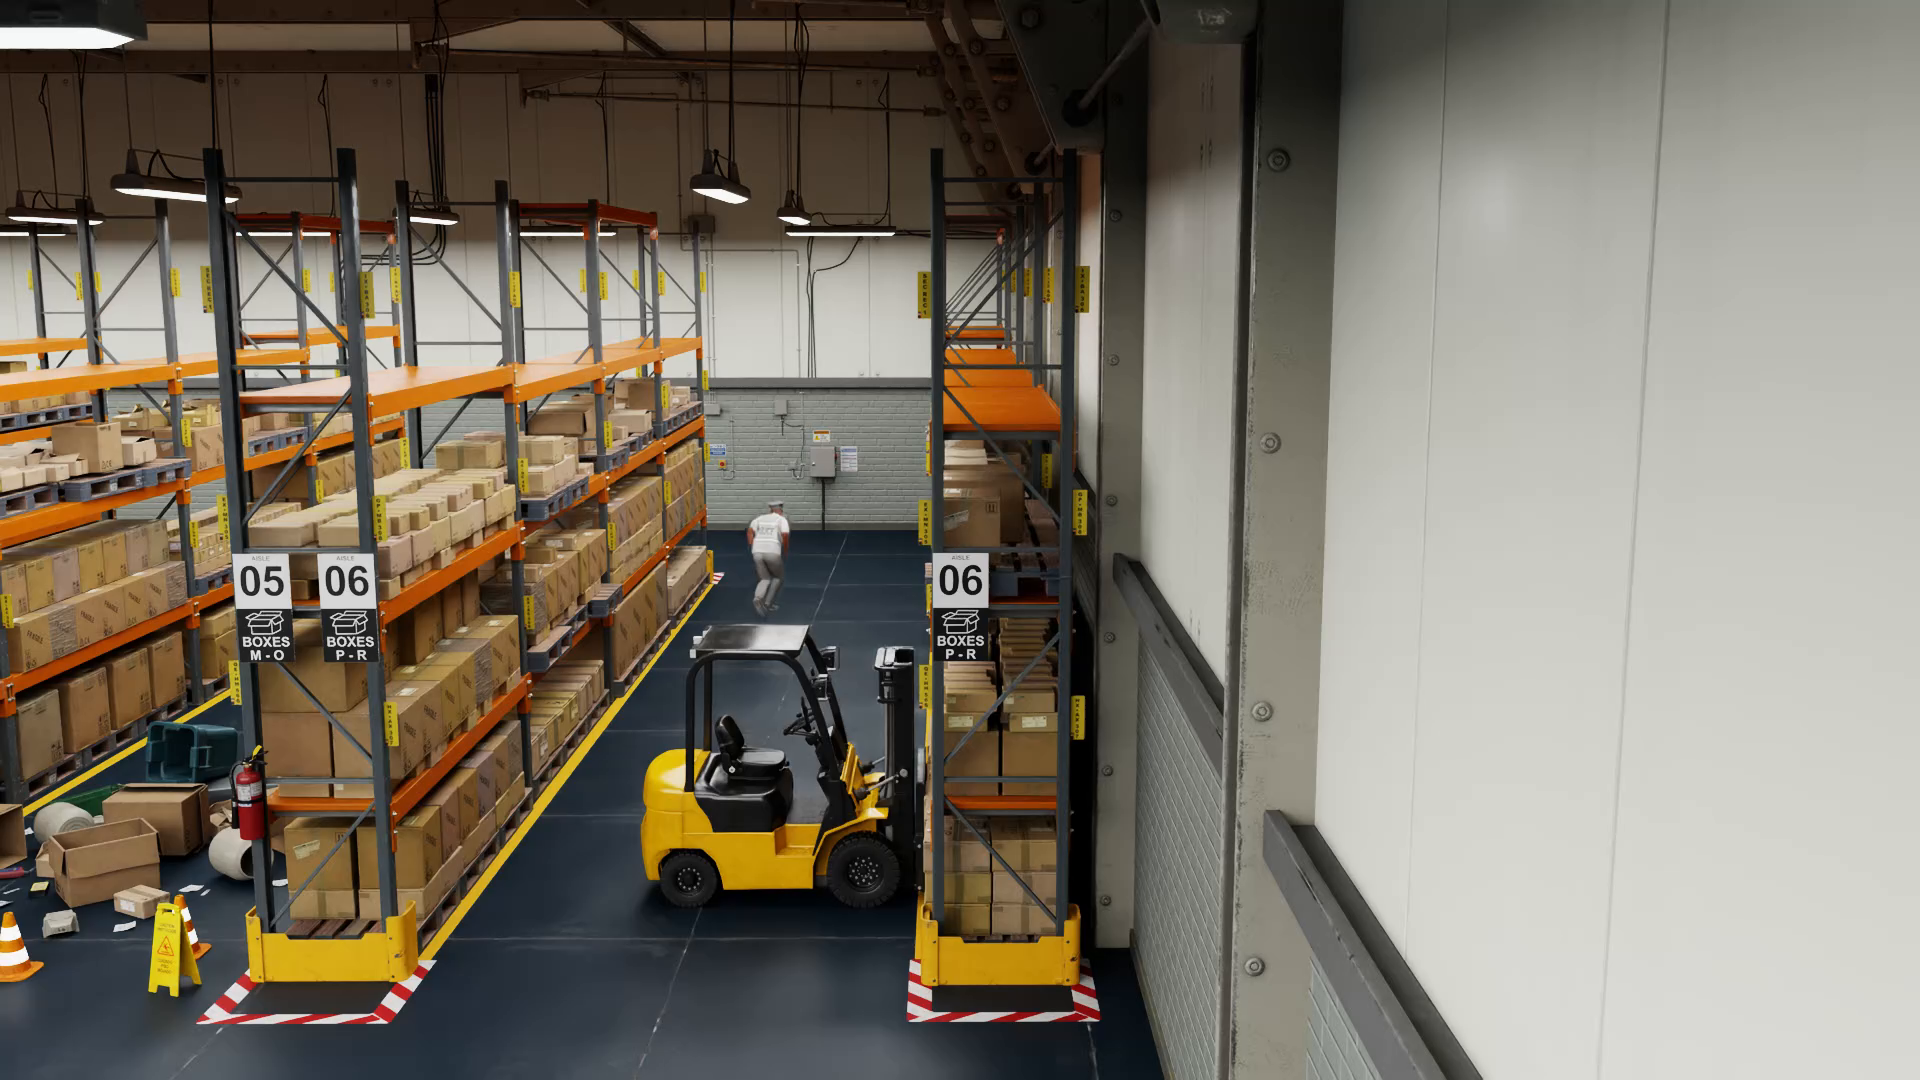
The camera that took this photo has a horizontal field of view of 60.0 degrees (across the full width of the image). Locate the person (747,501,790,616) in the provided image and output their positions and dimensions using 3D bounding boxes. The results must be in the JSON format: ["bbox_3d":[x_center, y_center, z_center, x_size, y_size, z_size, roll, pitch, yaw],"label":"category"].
[{"bbox_3d":[-2.814,0.263,24.243,0.670,1.590,0.915,3,10,16],"label":"person"}]
